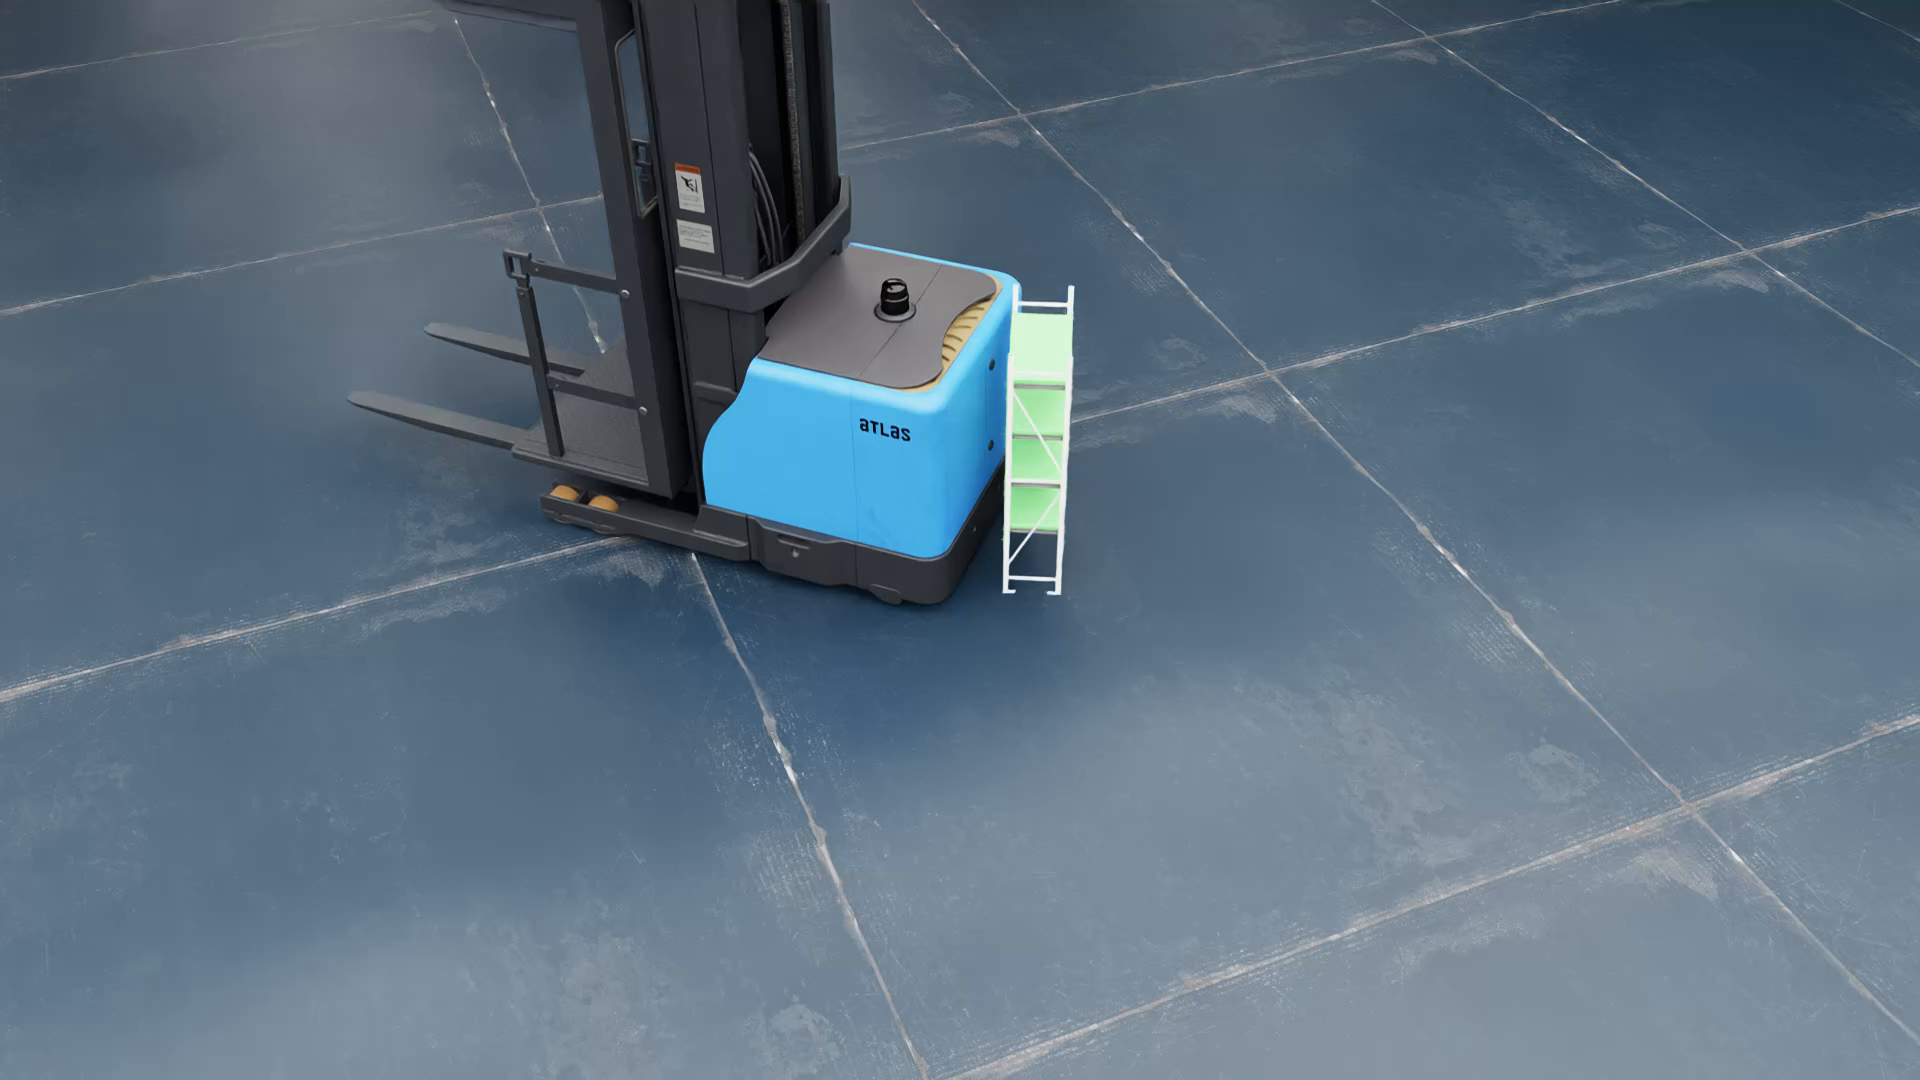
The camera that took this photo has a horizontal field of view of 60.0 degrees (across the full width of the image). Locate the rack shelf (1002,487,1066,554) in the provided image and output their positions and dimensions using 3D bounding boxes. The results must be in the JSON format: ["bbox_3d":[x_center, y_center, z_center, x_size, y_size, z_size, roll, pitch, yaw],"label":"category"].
[{"bbox_3d":[0.316,-0.160,6.981,0.258,0.148,0.480,2,41,3],"label":"rack shelf"}]

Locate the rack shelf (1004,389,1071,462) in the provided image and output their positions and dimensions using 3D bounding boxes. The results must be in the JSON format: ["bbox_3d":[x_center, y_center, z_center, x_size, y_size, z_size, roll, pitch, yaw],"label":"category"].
[{"bbox_3d":[0.316,-0.523,6.668,0.258,0.148,0.480,2,41,3],"label":"rack shelf"}]

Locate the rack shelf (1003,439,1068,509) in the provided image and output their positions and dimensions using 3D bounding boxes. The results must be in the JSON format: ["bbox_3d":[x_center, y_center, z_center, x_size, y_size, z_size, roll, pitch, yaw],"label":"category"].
[{"bbox_3d":[0.316,-0.342,6.825,0.258,0.148,0.480,2,41,3],"label":"rack shelf"}]

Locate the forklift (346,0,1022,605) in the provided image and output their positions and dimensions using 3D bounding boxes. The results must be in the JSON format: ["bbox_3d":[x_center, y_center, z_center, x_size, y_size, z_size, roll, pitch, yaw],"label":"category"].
[{"bbox_3d":[-1.301,-1.444,6.681,3.031,2.935,1.130,14,43,16],"label":"forklift"}]

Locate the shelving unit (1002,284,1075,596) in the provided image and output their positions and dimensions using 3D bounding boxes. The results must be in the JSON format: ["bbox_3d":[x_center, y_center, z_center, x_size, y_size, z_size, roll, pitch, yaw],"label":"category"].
[{"bbox_3d":[0.316,-0.390,6.783,0.258,1.200,0.503,2,41,3],"label":"shelving unit"}]

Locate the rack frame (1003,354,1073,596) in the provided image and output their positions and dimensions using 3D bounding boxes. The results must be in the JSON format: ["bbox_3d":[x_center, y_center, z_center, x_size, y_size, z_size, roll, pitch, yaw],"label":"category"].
[{"bbox_3d":[0.301,-0.231,6.599,0.240,1.200,0.015,2,41,3],"label":"rack frame"}]

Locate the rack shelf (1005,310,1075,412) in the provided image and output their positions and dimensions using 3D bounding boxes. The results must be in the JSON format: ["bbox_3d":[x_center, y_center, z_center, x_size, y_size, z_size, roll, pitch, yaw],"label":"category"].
[{"bbox_3d":[0.316,-0.705,6.512,0.258,0.148,0.480,2,41,3],"label":"rack shelf"}]

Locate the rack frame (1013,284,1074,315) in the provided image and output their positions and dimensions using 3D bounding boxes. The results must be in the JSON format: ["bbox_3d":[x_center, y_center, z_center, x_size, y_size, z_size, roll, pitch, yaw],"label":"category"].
[{"bbox_3d":[0.331,-0.549,6.968,0.240,1.200,0.015,2,41,3],"label":"rack frame"}]
